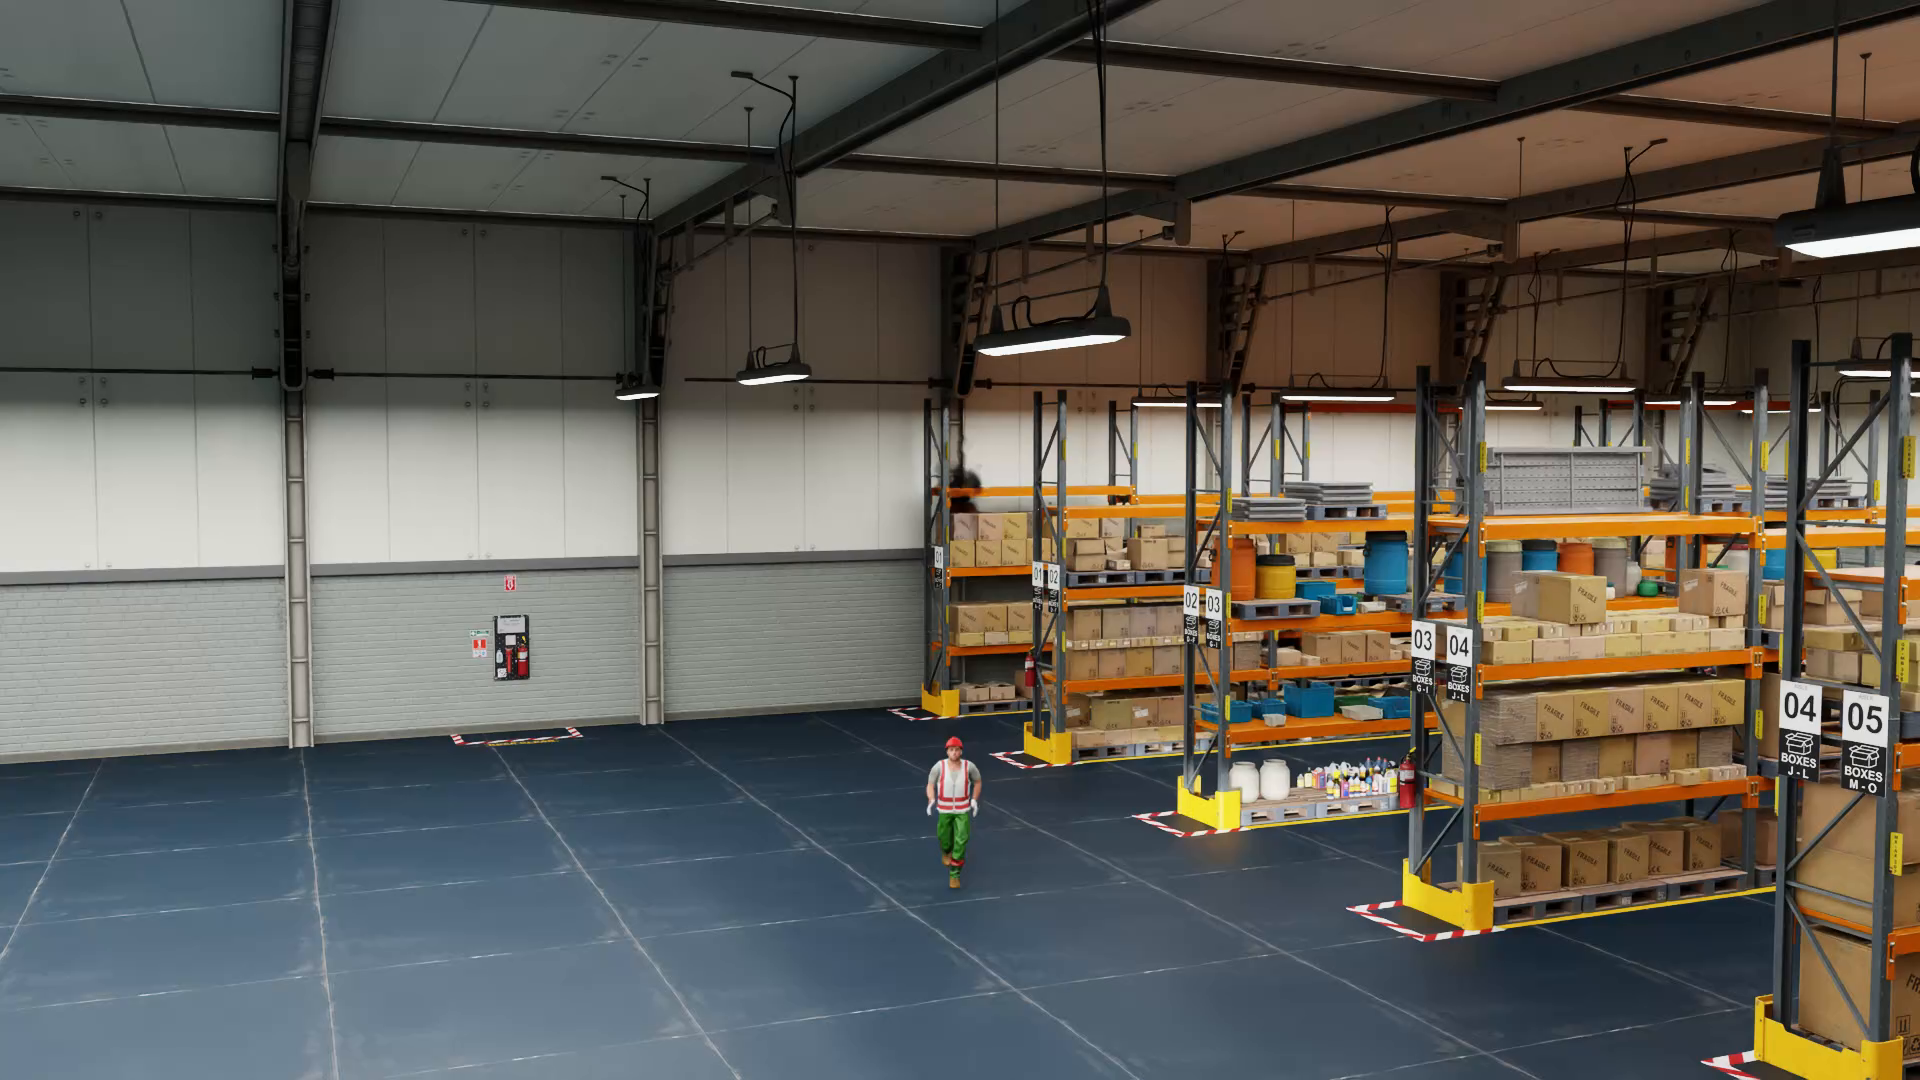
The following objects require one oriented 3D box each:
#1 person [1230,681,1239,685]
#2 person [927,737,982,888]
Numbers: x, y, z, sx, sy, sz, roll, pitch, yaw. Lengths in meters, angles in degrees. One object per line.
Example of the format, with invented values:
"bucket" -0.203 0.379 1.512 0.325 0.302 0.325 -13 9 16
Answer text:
"person" 5.065 2.503 30.502 0.601 1.738 0.658 -2 4 -26
"person" -0.062 3.151 19.477 0.646 1.738 0.712 0 3 -1
